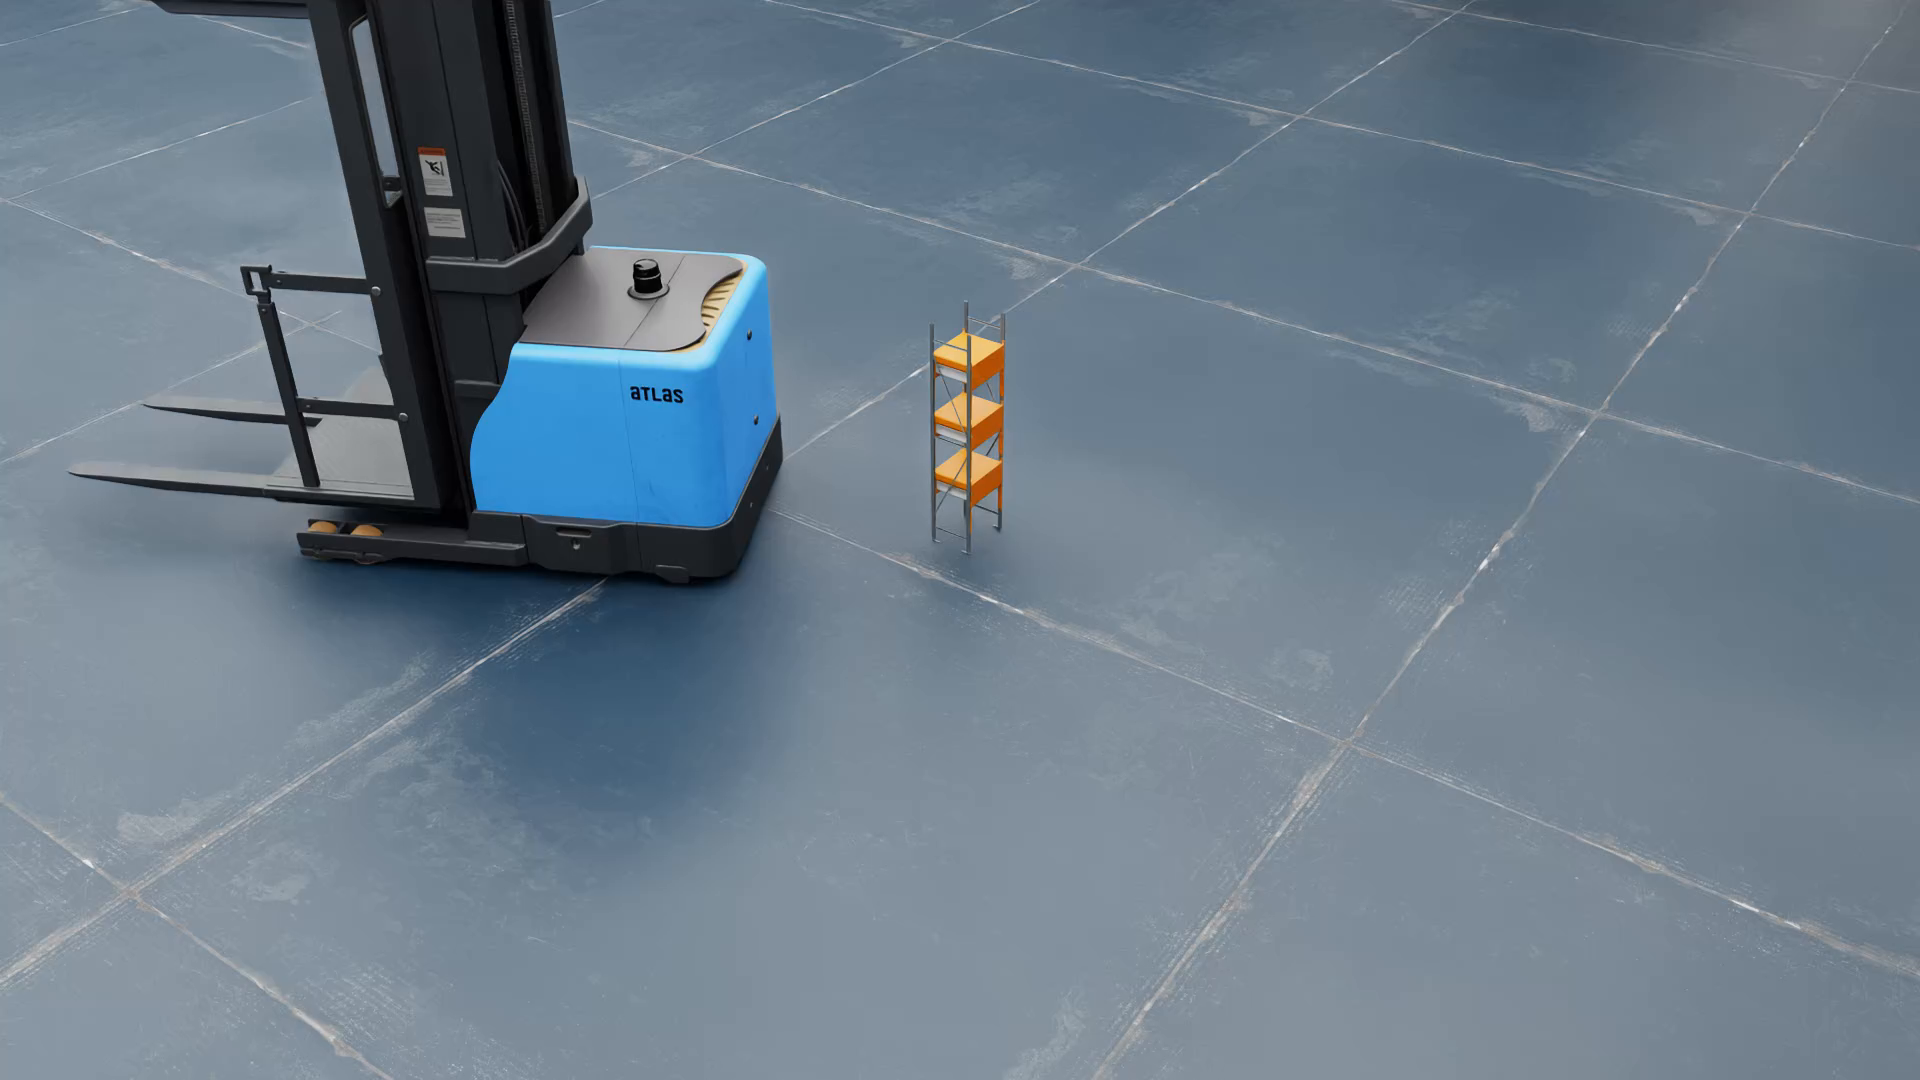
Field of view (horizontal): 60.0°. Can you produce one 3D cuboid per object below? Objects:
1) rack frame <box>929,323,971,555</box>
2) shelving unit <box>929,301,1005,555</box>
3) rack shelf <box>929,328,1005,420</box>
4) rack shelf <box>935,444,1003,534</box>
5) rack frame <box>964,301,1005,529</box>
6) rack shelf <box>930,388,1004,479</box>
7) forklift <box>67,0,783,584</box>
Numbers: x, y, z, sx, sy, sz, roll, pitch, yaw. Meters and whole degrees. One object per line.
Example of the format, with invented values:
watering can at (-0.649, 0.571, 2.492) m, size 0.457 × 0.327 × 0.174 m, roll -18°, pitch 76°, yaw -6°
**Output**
rack frame at (-0.039, -0.403, 6.909) m, size 0.200 × 1.050 × 0.008 m, roll 21°, pitch 39°, yaw 28°
shelving unit at (0.031, -0.460, 6.992) m, size 0.215 × 1.050 × 0.252 m, roll 21°, pitch 39°, yaw 28°
rack shelf at (0.031, -0.686, 6.839) m, size 0.215 × 0.259 × 0.240 m, roll 21°, pitch 39°, yaw 28°
rack shelf at (0.031, -0.221, 7.154) m, size 0.215 × 0.259 × 0.240 m, roll 21°, pitch 39°, yaw 28°
rack frame at (0.100, -0.516, 7.075) m, size 0.200 × 1.050 × 0.008 m, roll 21°, pitch 39°, yaw 28°
rack shelf at (0.031, -0.451, 6.998) m, size 0.215 × 0.259 × 0.240 m, roll 21°, pitch 39°, yaw 28°
forklift at (-2.375, -1.398, 6.701) m, size 3.031 × 2.935 × 1.130 m, roll 4°, pitch 34°, yaw 7°
